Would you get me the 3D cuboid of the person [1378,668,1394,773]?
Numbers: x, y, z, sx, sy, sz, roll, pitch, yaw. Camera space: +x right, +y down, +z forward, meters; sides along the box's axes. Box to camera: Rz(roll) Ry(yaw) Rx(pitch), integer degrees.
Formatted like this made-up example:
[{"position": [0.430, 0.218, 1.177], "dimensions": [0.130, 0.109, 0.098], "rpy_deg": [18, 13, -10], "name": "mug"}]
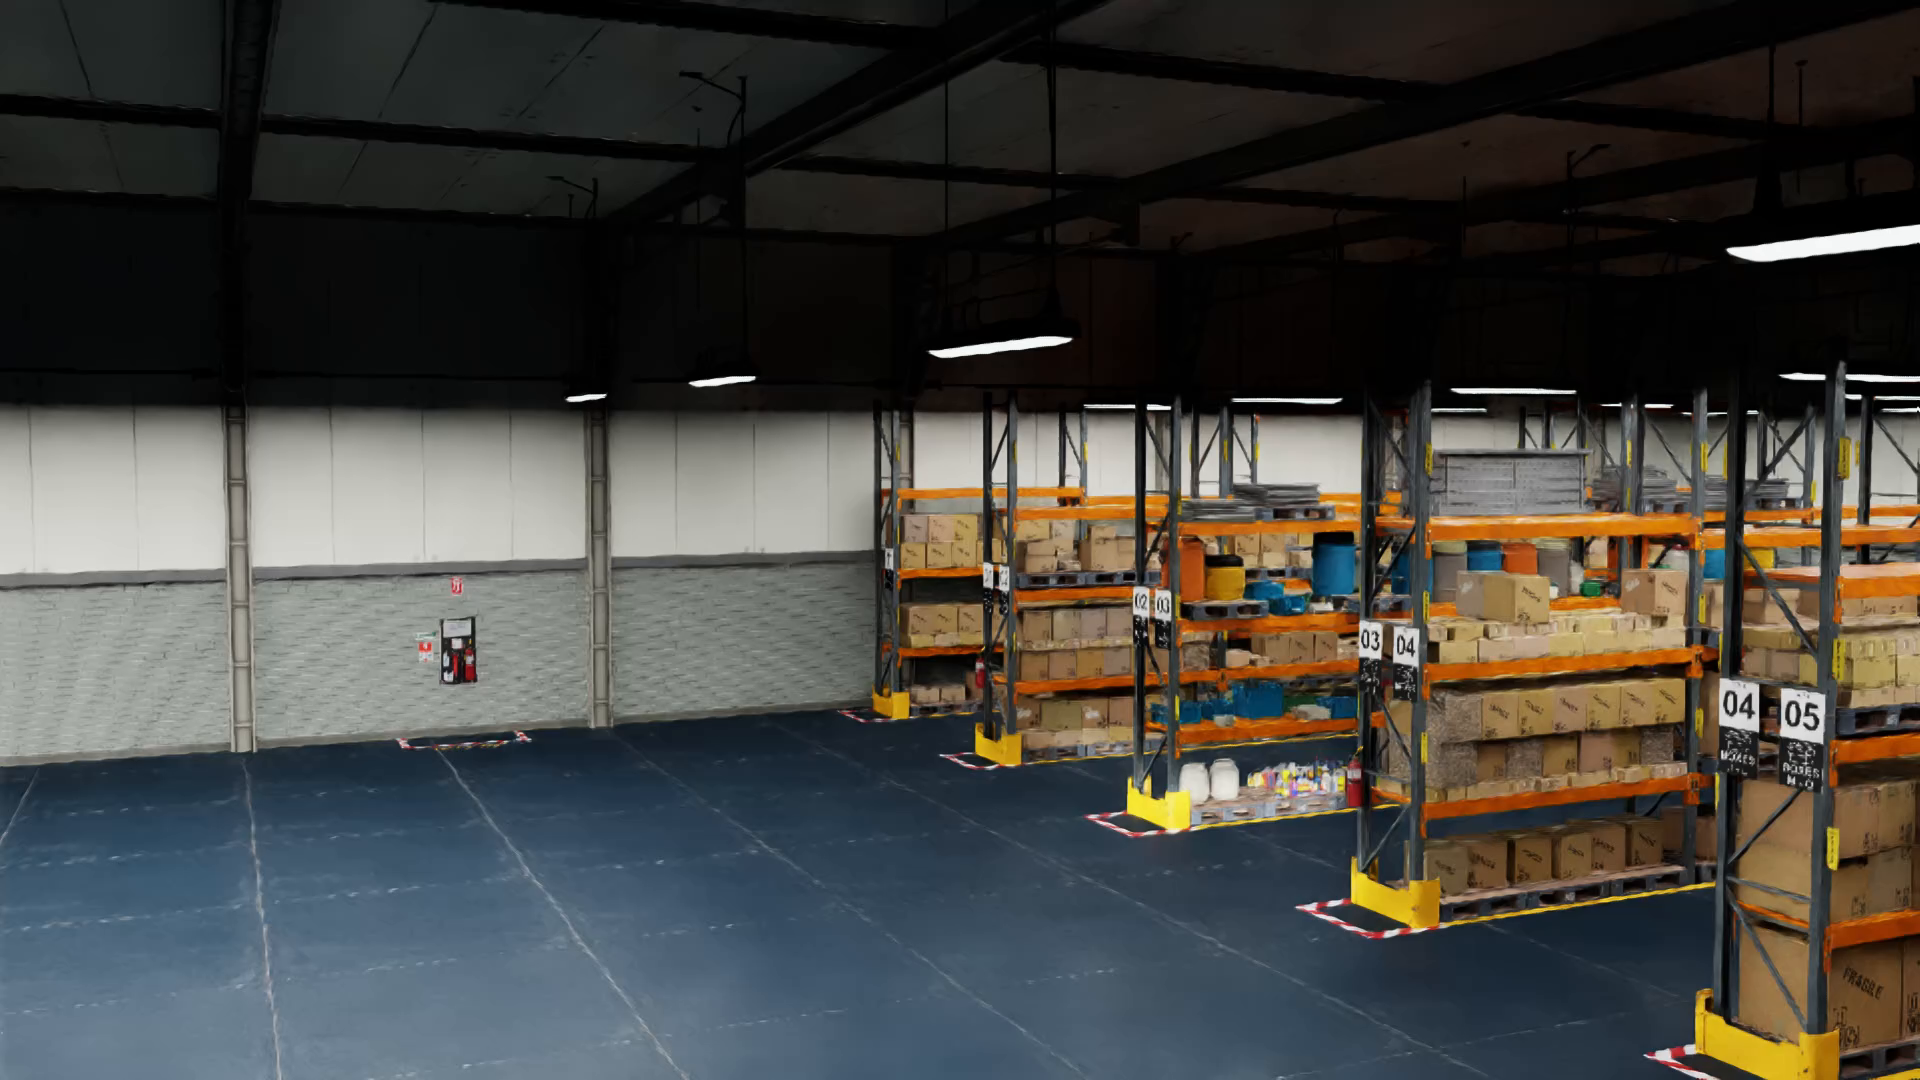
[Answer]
[{"position": [6.754, 2.777, 25.960], "dimensions": [0.651, 1.719, 0.593], "rpy_deg": [0, 3, 0], "name": "person"}]
